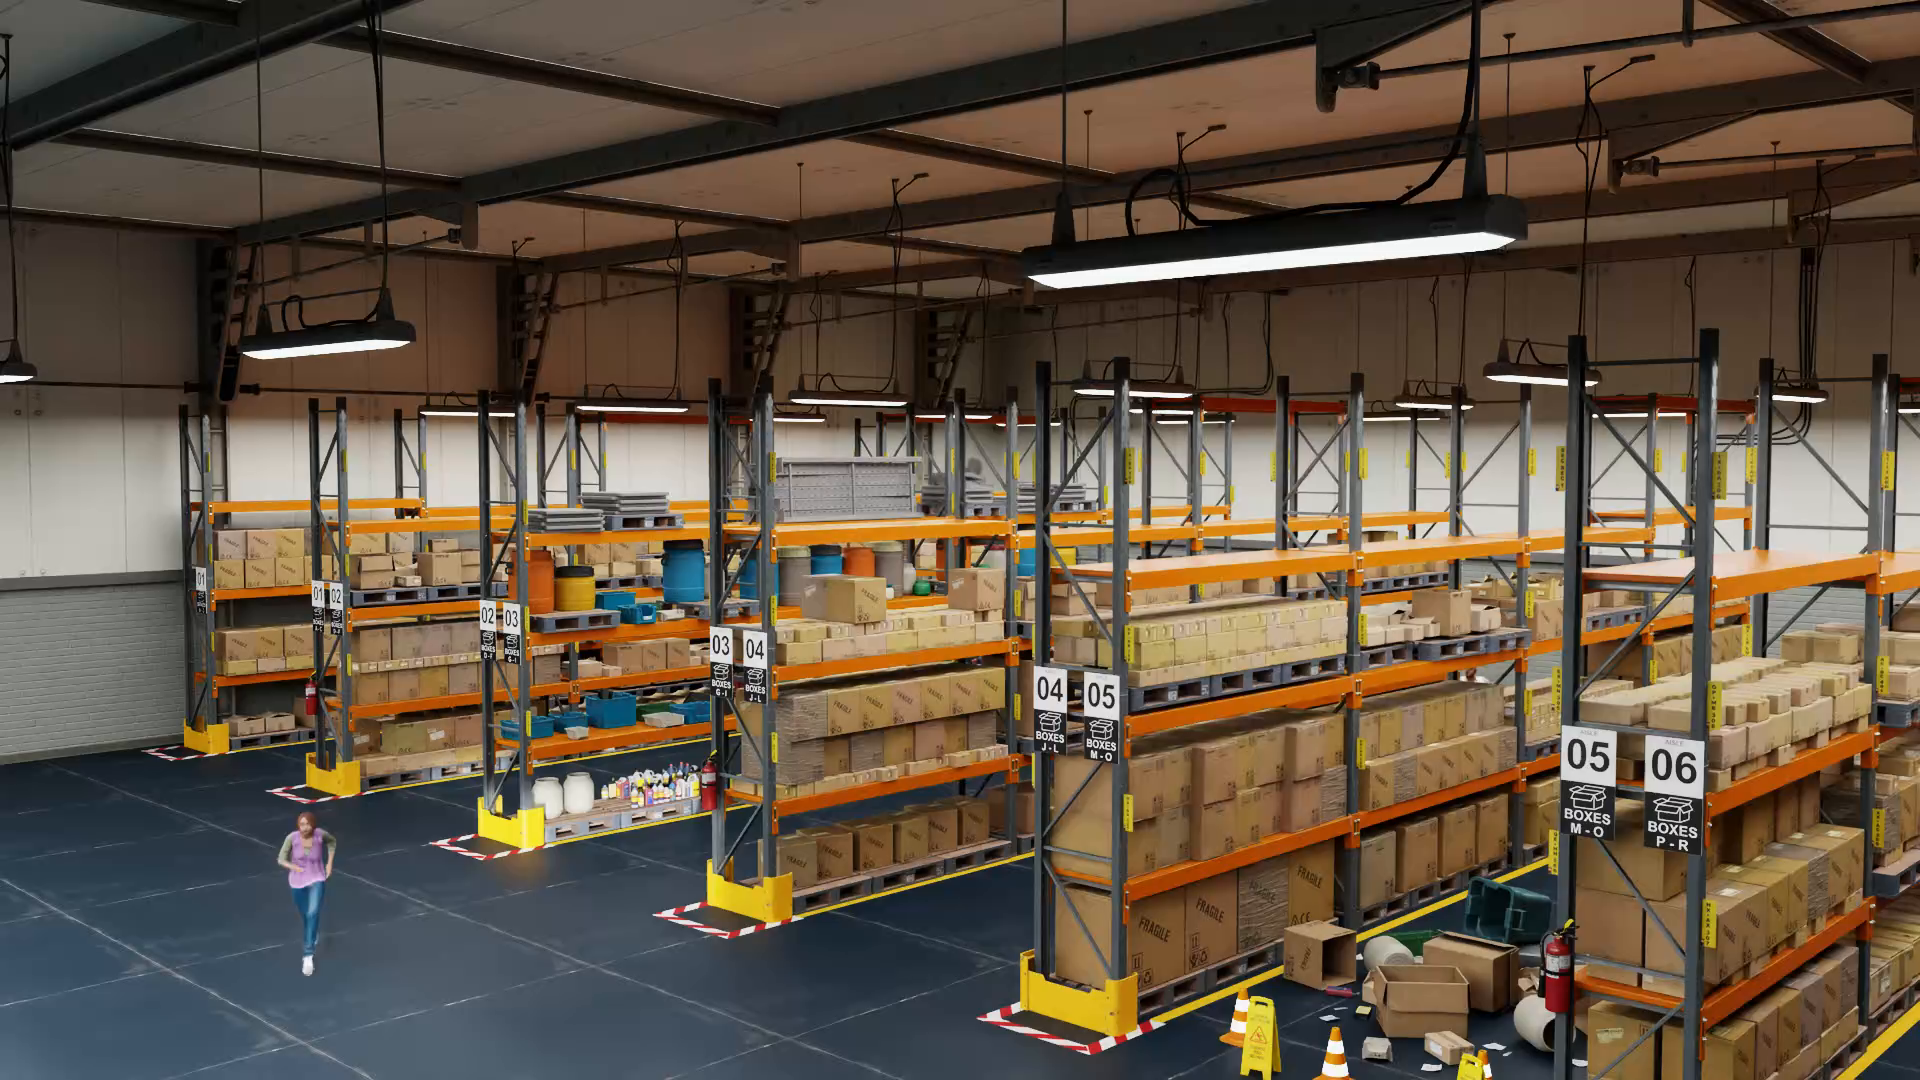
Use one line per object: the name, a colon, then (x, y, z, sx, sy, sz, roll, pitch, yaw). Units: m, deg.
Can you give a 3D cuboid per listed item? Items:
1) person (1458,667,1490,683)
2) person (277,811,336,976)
person: (8.495, 2.862, 27.519, 0.717, 1.728, 0.649, 2, 4, 37)
person: (-6.598, 3.493, 16.834, 0.539, 1.596, 0.951, -1, 3, -14)
